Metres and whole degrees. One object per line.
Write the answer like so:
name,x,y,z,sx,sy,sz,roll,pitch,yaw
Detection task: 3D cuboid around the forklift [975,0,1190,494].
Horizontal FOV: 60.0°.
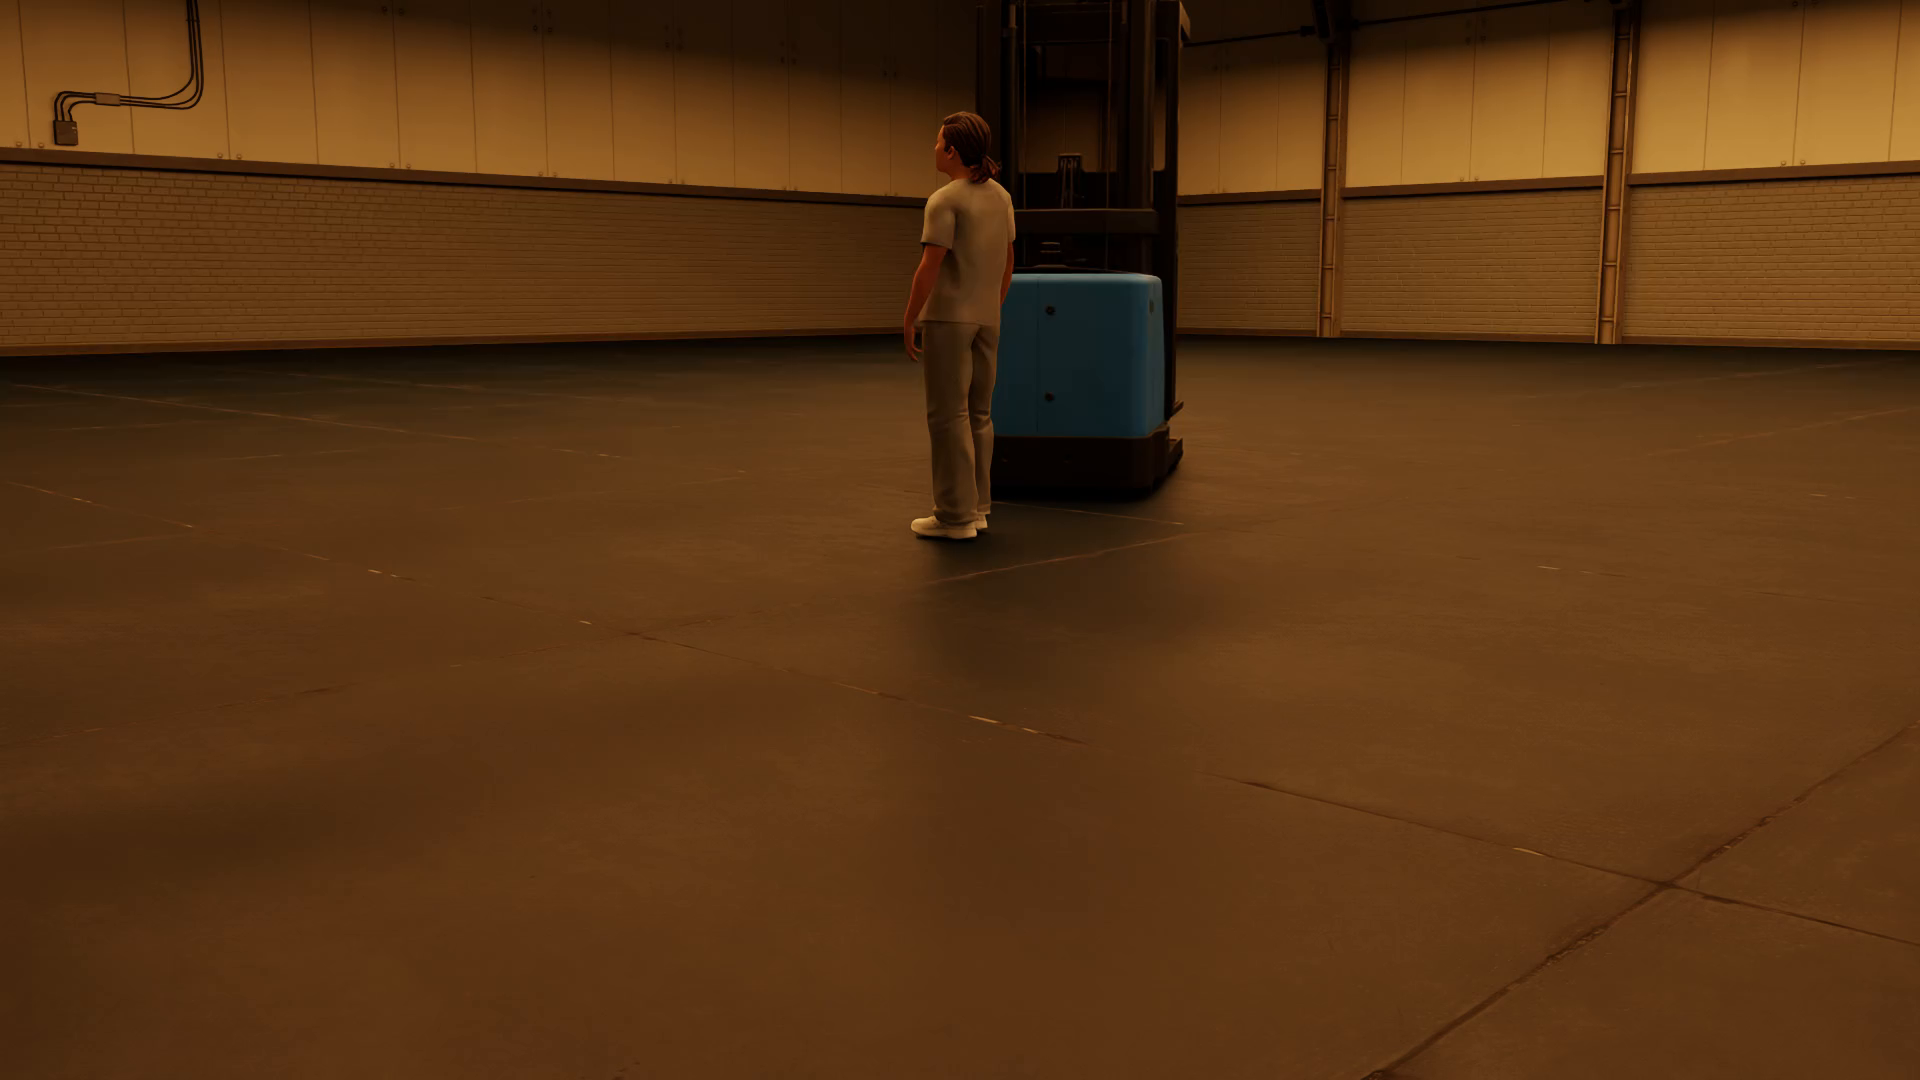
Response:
forklift,0.673,-1.854,9.186,1.130,2.935,3.031,2,9,12

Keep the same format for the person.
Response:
person,-0.044,-0.839,6.652,0.549,1.664,0.550,8,12,43
